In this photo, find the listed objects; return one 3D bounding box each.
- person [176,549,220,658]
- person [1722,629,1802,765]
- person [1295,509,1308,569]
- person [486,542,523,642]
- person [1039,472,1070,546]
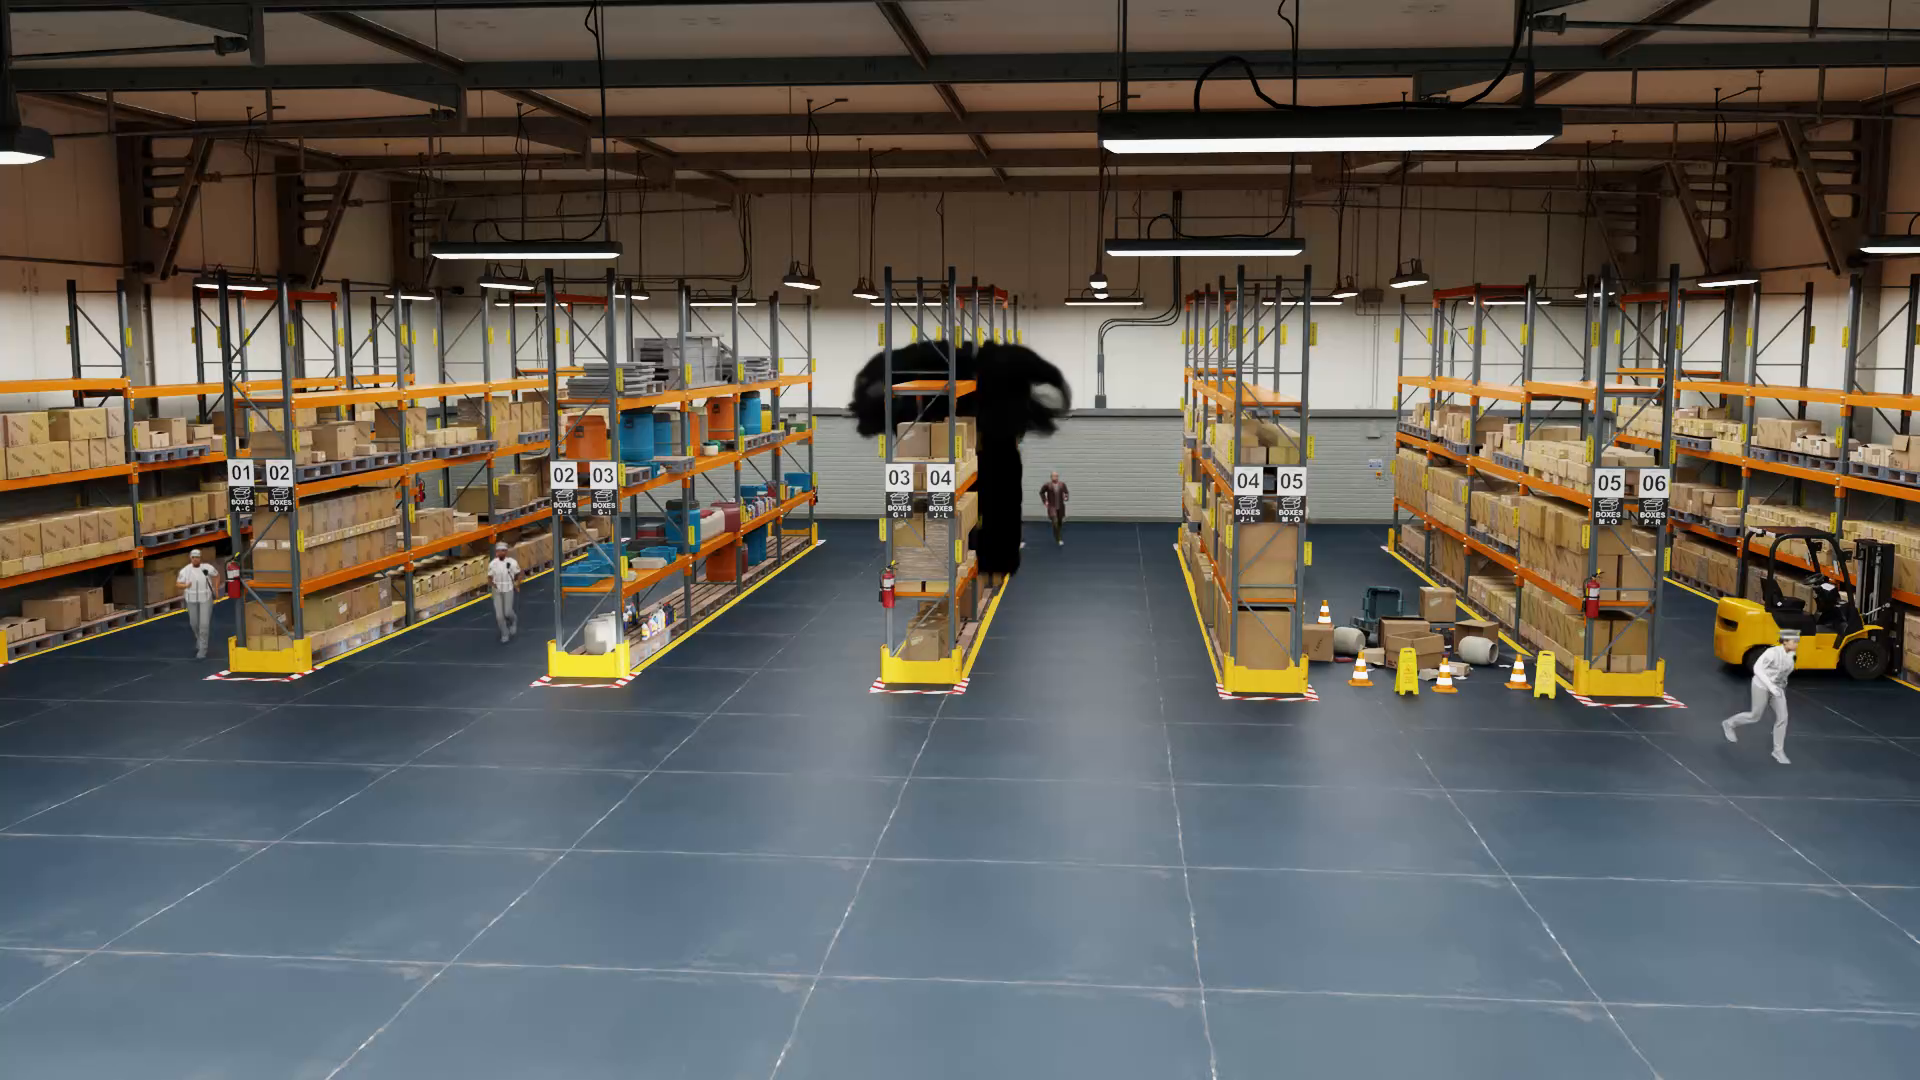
[{"bbox_3d":[-12.028,0.968,26.286,0.598,1.669,0.933,-2,7,-15],"label":"person"},{"bbox_3d":[9.630,1.813,19.973,0.646,1.629,0.960,-4,8,-31],"label":"person"},{"bbox_3d":[7.280,-0.186,36.076,0.536,1.607,0.693,0,7,4],"label":"person"},{"bbox_3d":[-7.533,0.859,27.457,0.569,1.656,0.554,-1,7,-4],"label":"person"},{"bbox_3d":[2.294,-0.765,39.935,0.698,1.766,1.040,-2,7,-15],"label":"person"}]
